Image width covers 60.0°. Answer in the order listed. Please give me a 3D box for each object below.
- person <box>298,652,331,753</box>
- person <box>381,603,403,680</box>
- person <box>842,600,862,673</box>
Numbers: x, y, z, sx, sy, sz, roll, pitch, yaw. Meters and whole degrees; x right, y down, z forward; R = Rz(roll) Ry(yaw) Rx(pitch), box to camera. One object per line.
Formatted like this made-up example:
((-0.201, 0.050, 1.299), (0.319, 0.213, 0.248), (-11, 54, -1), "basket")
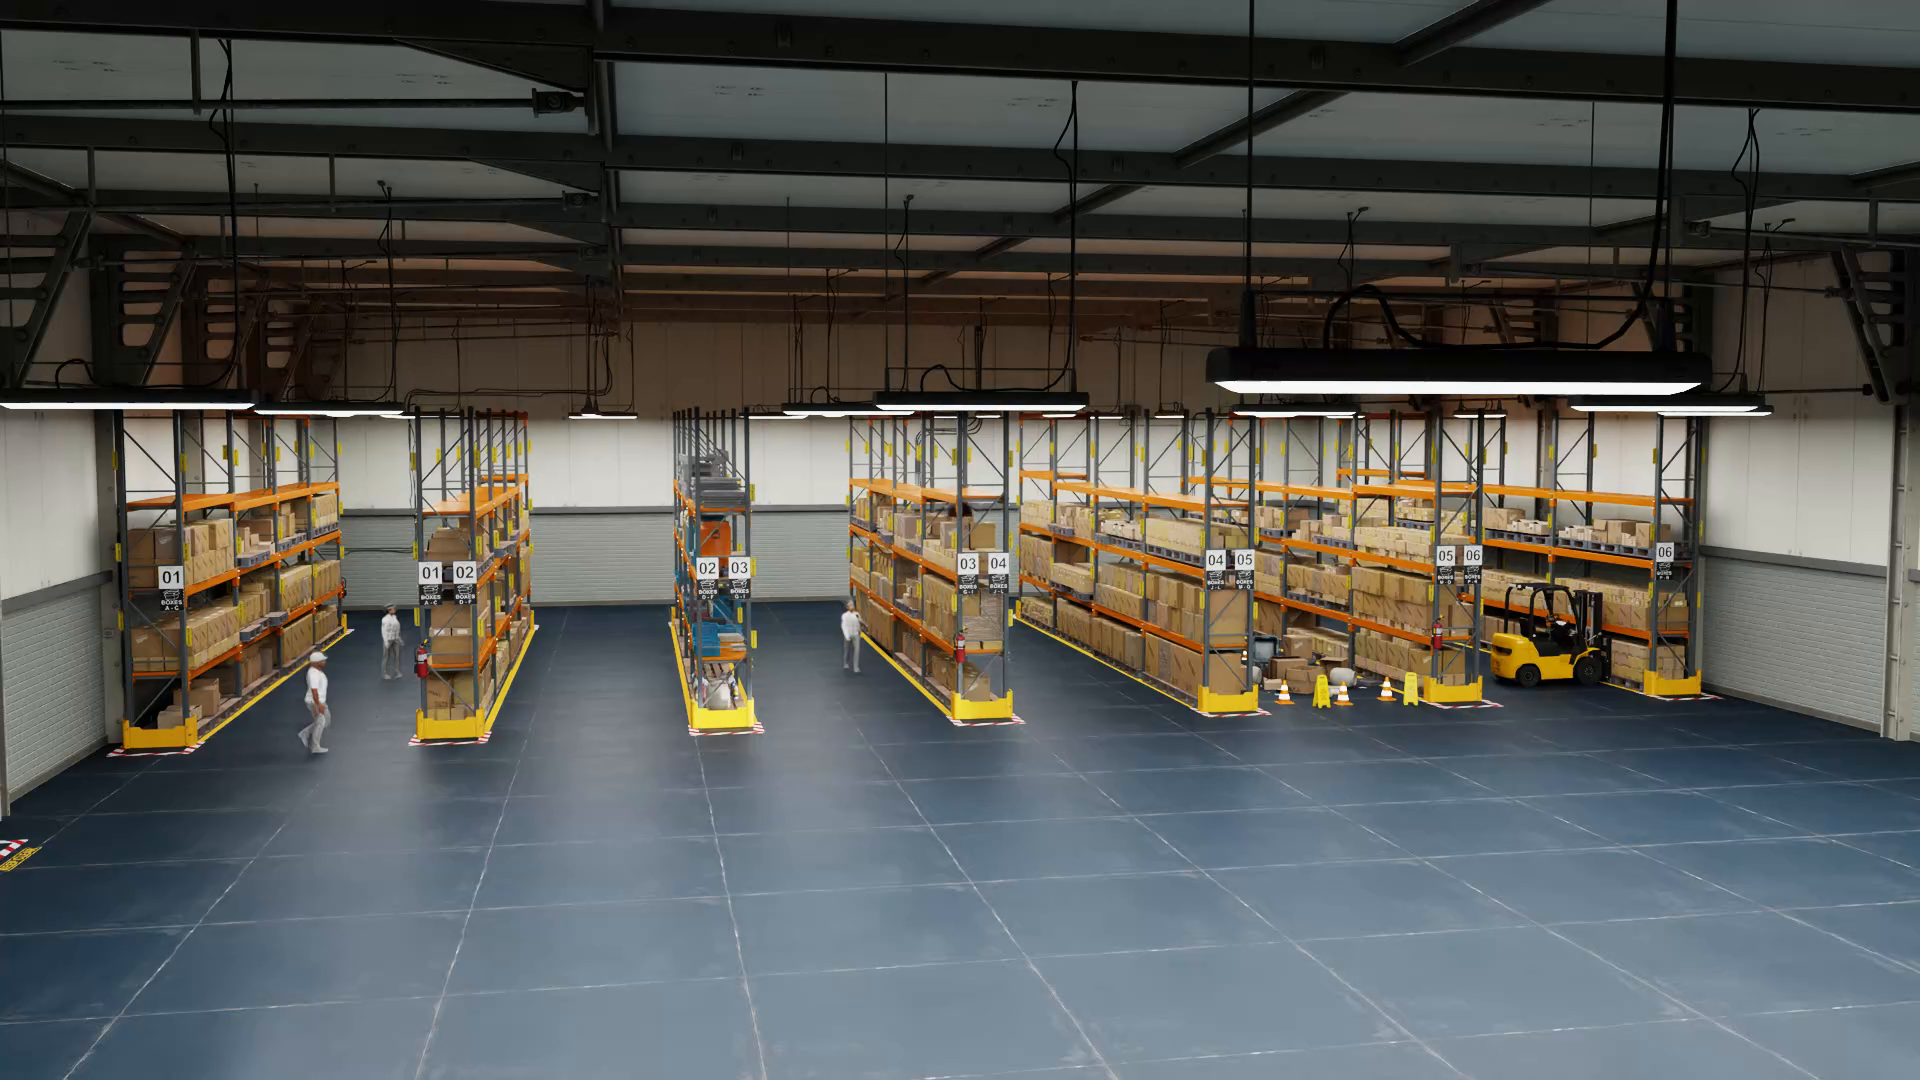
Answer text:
((-11.154, 2.799, 28.639), (0.559, 1.749, 0.606), (-1, 4, -9), "person")
((-12.670, 2.250, 37.052), (0.367, 1.692, 0.545), (3, 5, 35), "person")
((-2.471, 2.187, 38.105), (0.483, 1.645, 0.932), (-1, 4, -13), "person")
